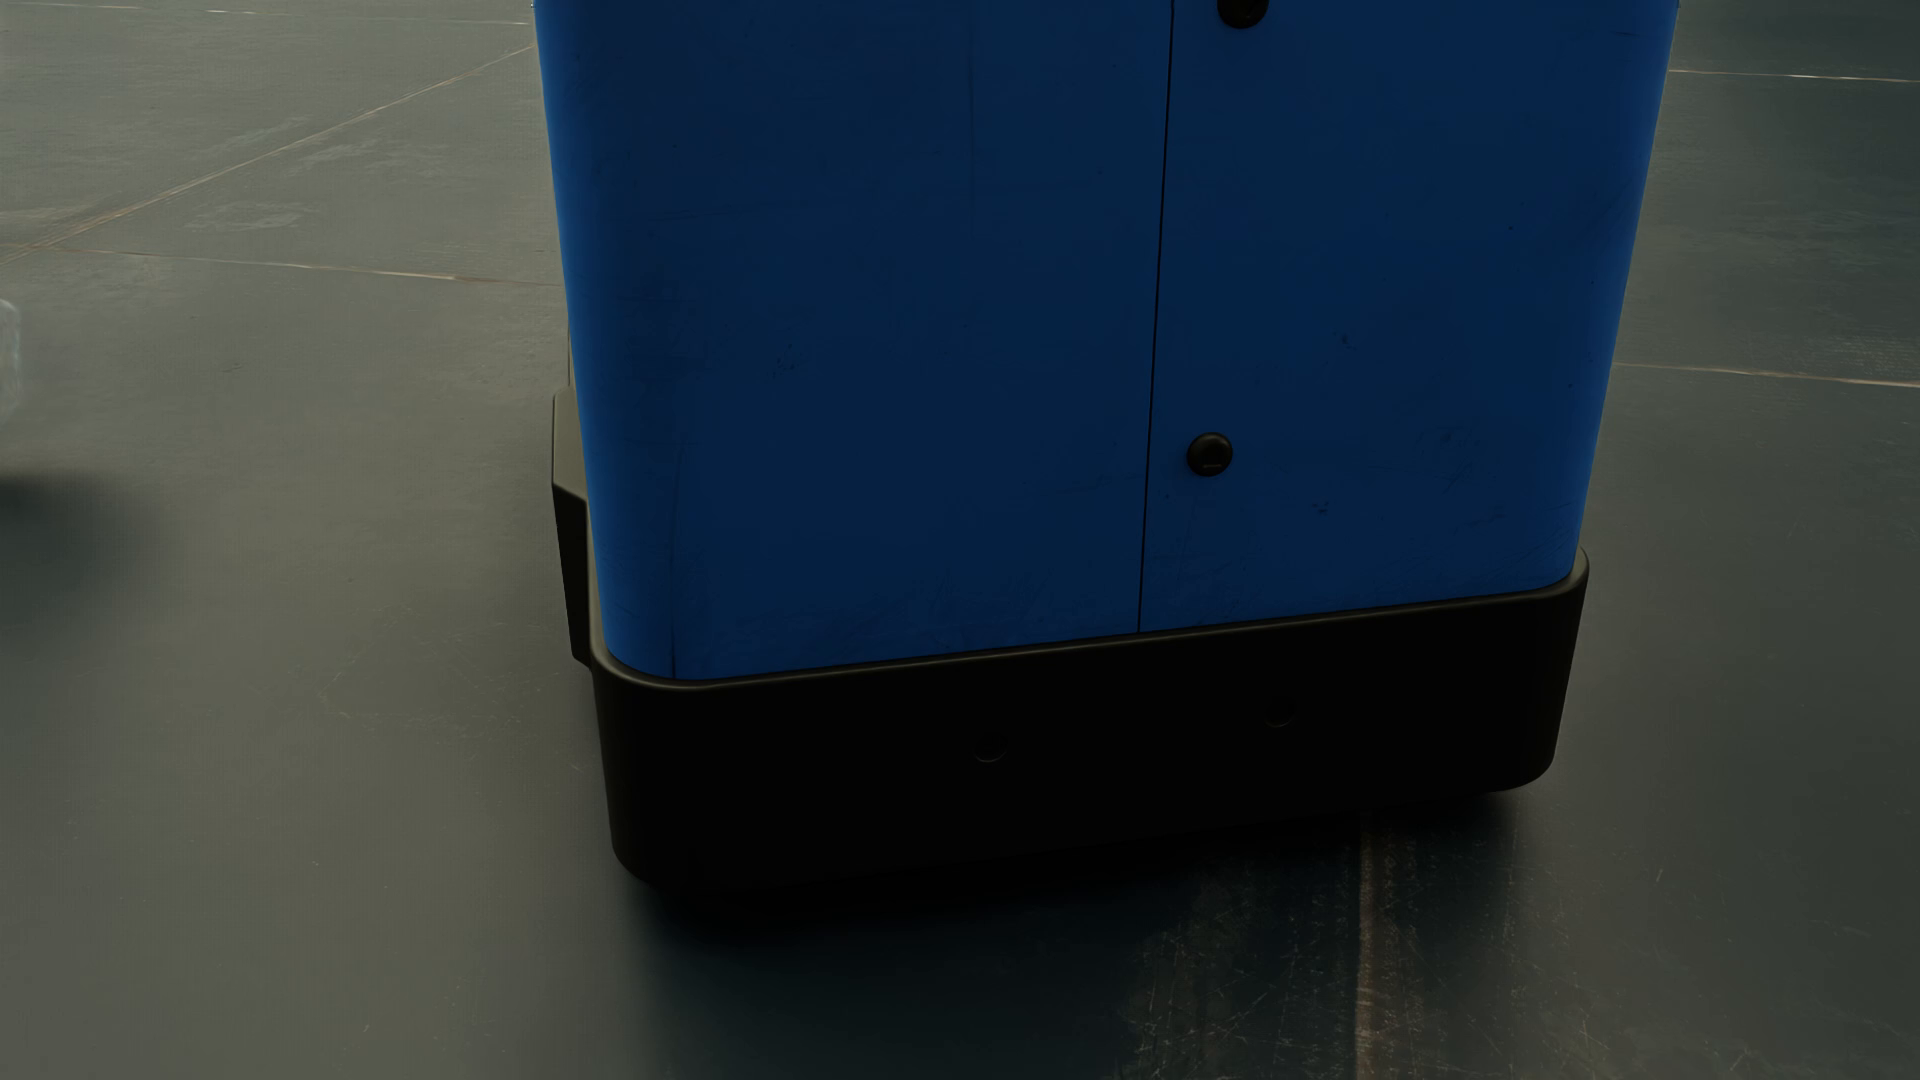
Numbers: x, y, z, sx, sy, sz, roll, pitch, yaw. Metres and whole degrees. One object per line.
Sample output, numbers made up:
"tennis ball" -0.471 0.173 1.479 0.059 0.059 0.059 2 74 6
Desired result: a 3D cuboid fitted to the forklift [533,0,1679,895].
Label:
"forklift" -0.137 -1.600 2.418 1.130 2.935 3.031 -5 27 -11
